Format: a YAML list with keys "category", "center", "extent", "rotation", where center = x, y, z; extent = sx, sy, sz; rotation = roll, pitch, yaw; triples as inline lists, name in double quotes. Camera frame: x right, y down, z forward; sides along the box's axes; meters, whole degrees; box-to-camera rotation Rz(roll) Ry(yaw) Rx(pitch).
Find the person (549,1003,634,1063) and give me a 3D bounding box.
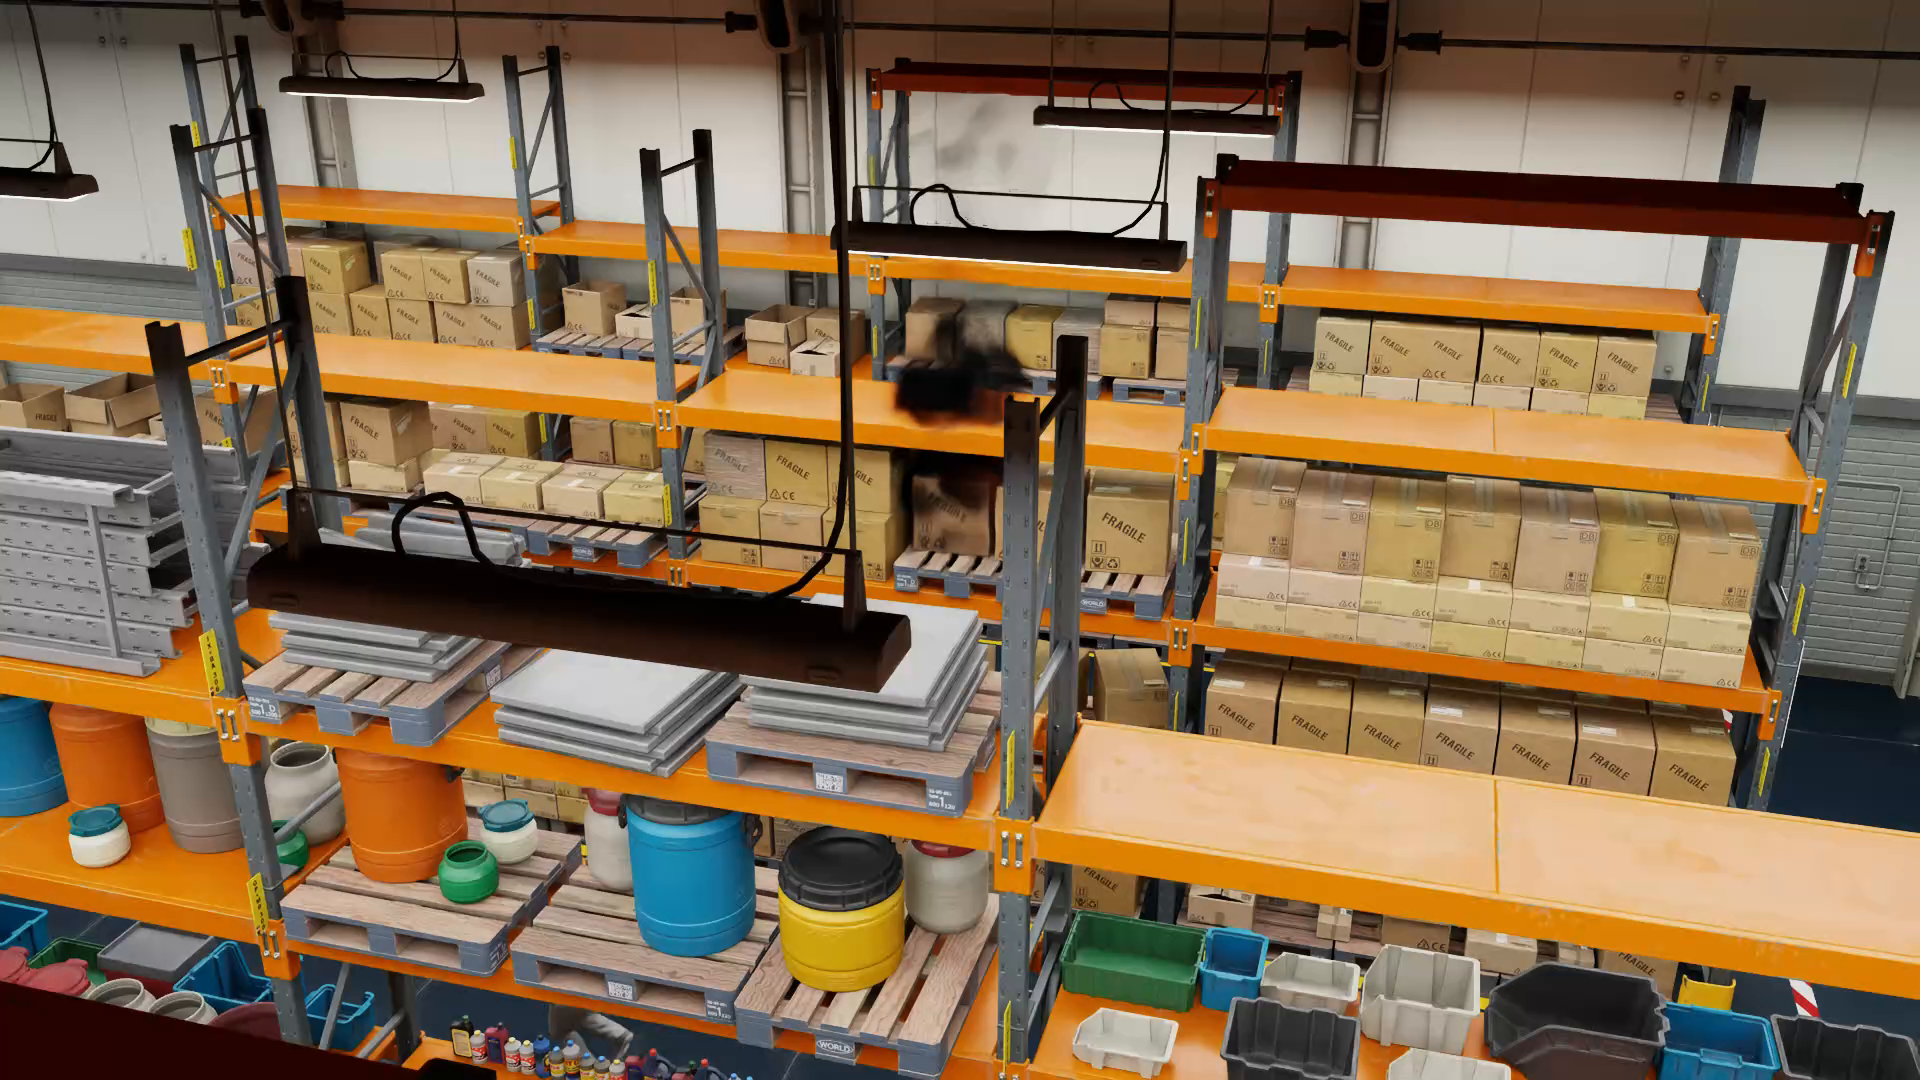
- category: "person"
  center: [-2.572, 3.052, 11.351]
  extent: [0.550, 1.627, 0.616]
  rotation: [8, 24, 18]
